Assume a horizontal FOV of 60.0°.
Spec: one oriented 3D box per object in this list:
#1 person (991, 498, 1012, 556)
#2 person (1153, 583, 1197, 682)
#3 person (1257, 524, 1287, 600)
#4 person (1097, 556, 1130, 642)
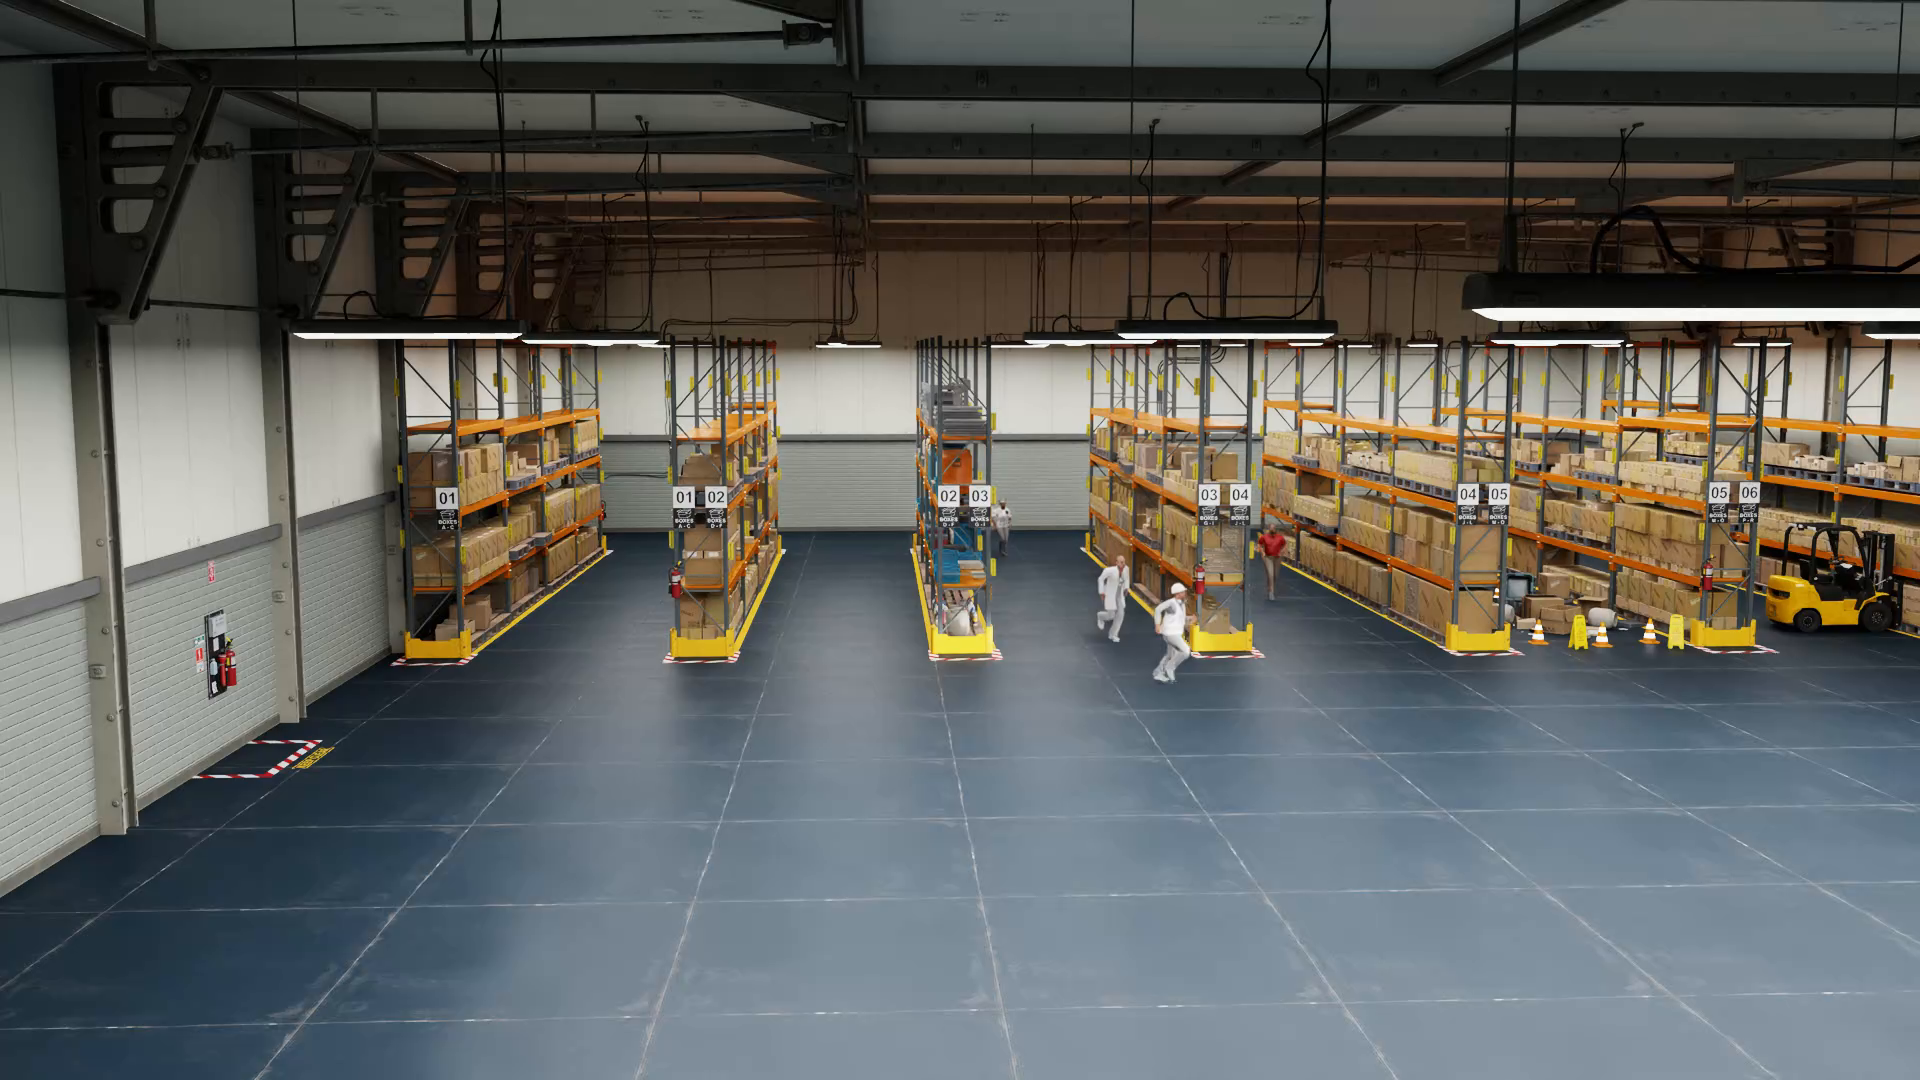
[{"bbox_3d":[1.189,-0.352,46.375,0.537,1.637,0.623,-2,7,-19],"label":"person"},{"bbox_3d":[3.694,1.601,28.598,0.766,1.723,0.690,4,7,30],"label":"person"},{"bbox_3d":[7.236,0.472,38.521,0.653,1.728,0.912,0,6,-3],"label":"person"},{"bbox_3d":[3.023,1.139,33.089,0.707,1.719,0.856,-4,8,-32],"label":"person"}]
